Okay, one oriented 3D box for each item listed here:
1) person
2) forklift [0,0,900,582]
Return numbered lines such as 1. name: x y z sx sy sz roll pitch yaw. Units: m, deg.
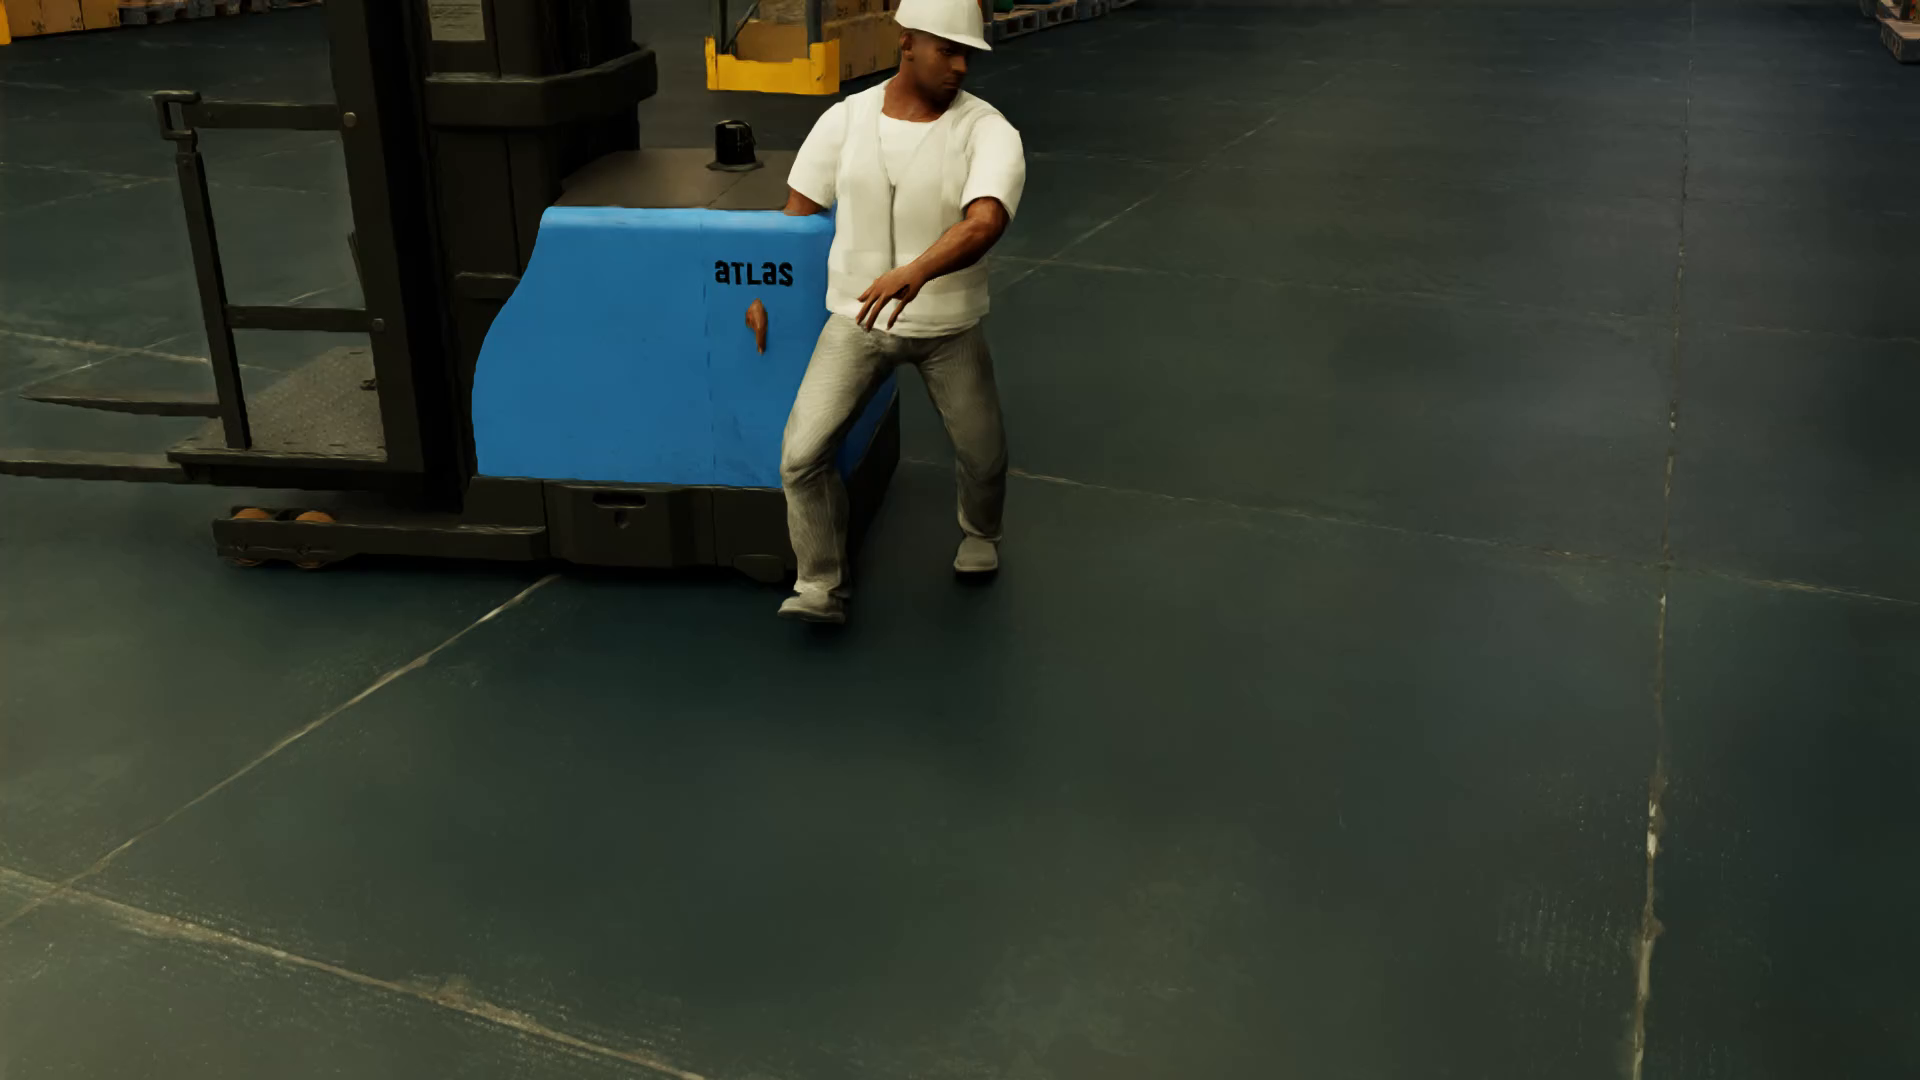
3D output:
1. person: -0.212 -0.584 4.352 0.758 1.687 0.857 2 23 5
2. forklift: -1.756 -1.465 4.798 3.031 2.935 1.130 3 23 6
